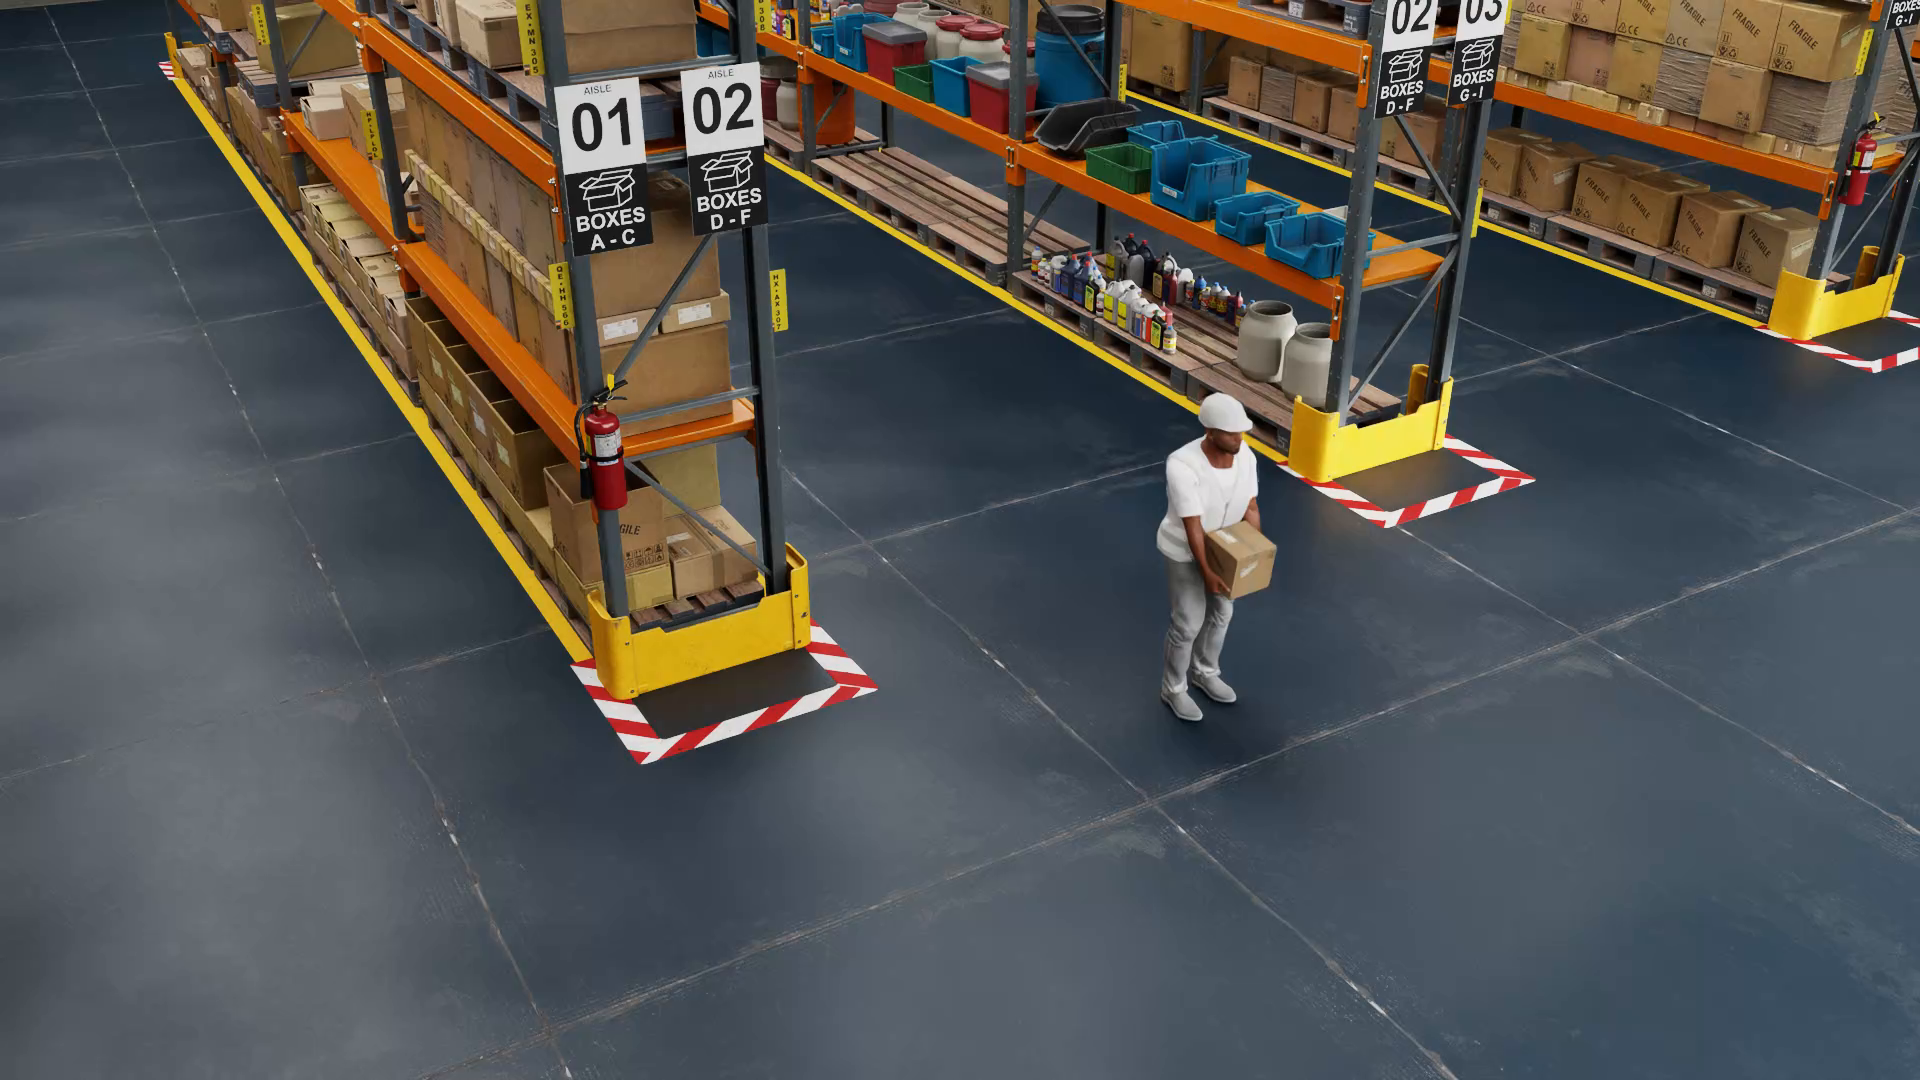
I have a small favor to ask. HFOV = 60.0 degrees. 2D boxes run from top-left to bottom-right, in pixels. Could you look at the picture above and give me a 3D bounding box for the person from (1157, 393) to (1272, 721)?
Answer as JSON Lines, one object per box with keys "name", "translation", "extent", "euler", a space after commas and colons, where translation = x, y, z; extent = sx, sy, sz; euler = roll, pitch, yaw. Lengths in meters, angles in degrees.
{"name": "person", "translation": [1.287, 0.095, 8.375], "extent": [0.504, 1.758, 0.581], "euler": [-16, 33, -27]}
